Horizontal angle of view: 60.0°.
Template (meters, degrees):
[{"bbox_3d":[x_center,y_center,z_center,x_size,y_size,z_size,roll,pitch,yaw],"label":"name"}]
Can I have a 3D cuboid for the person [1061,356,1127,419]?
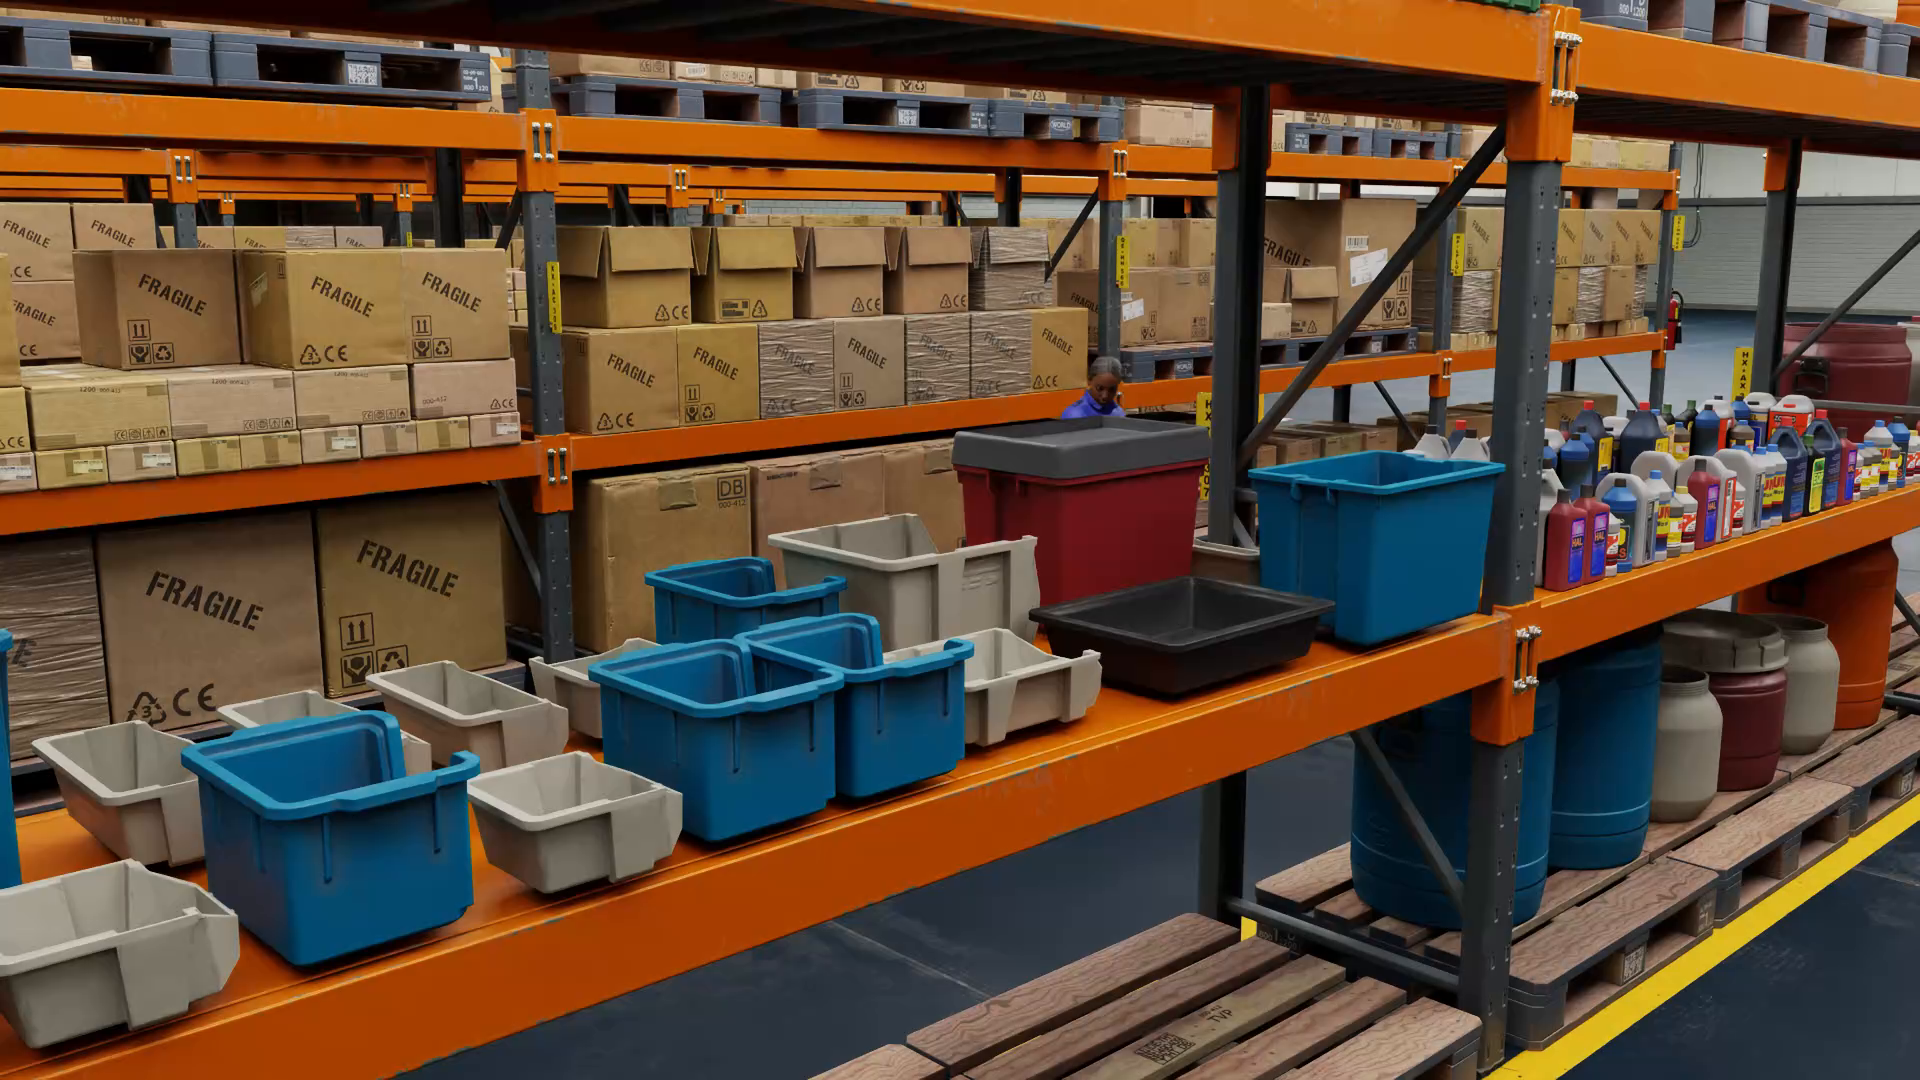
[{"bbox_3d":[0.708,-0.121,8.573,0.333,1.664,0.543,9,14,39],"label":"person"}]
